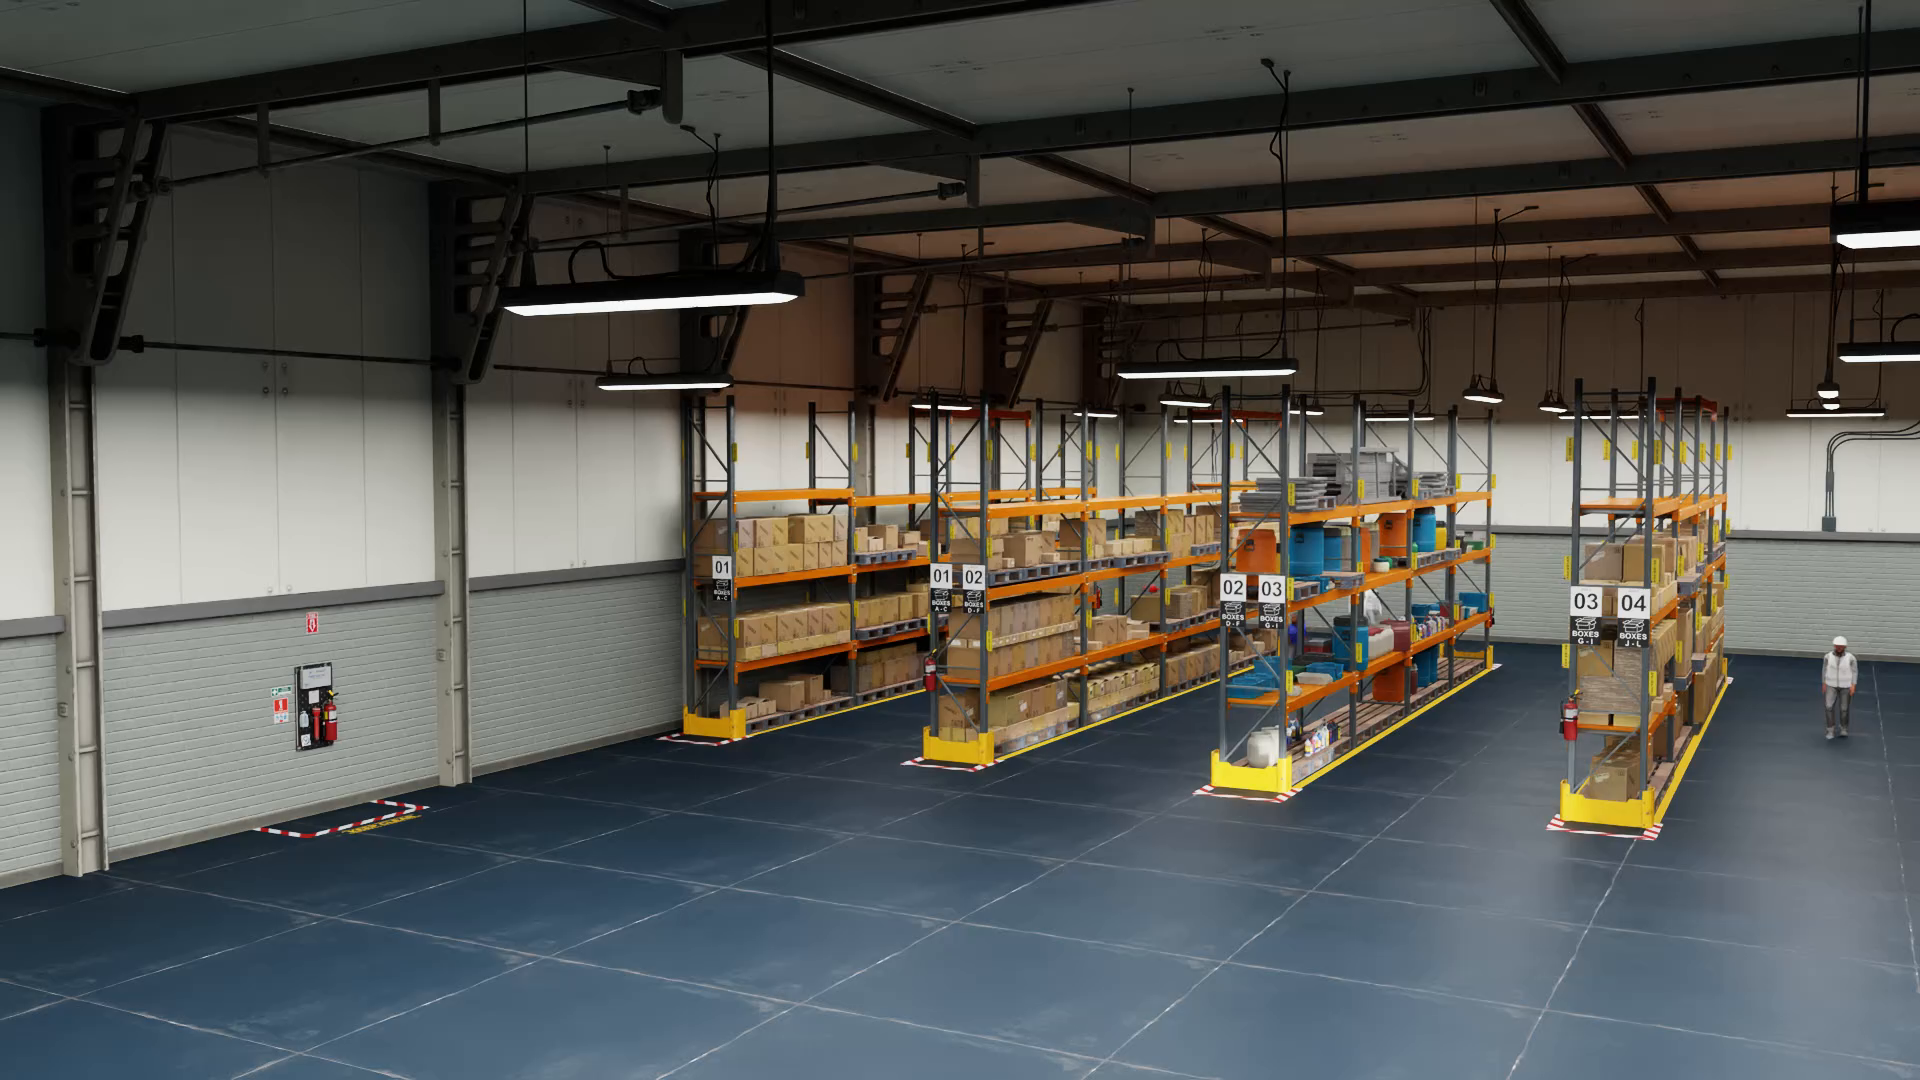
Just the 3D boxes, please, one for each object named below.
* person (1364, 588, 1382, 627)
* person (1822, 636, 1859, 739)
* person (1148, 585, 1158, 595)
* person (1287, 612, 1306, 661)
[{"bbox_3d":[10.867,1.850,43.970,0.511,1.666,0.768,-2,3,-27],"label":"person"},{"bbox_3d":[15.447,2.593,29.202,0.577,1.815,0.573,2,4,36],"label":"person"},{"bbox_3d":[4.763,1.976,40.746,0.893,1.764,0.545,-2,3,-30],"label":"person"},{"bbox_3d":[7.281,2.335,35.966,0.433,1.521,0.960,2,4,34],"label":"person"}]
